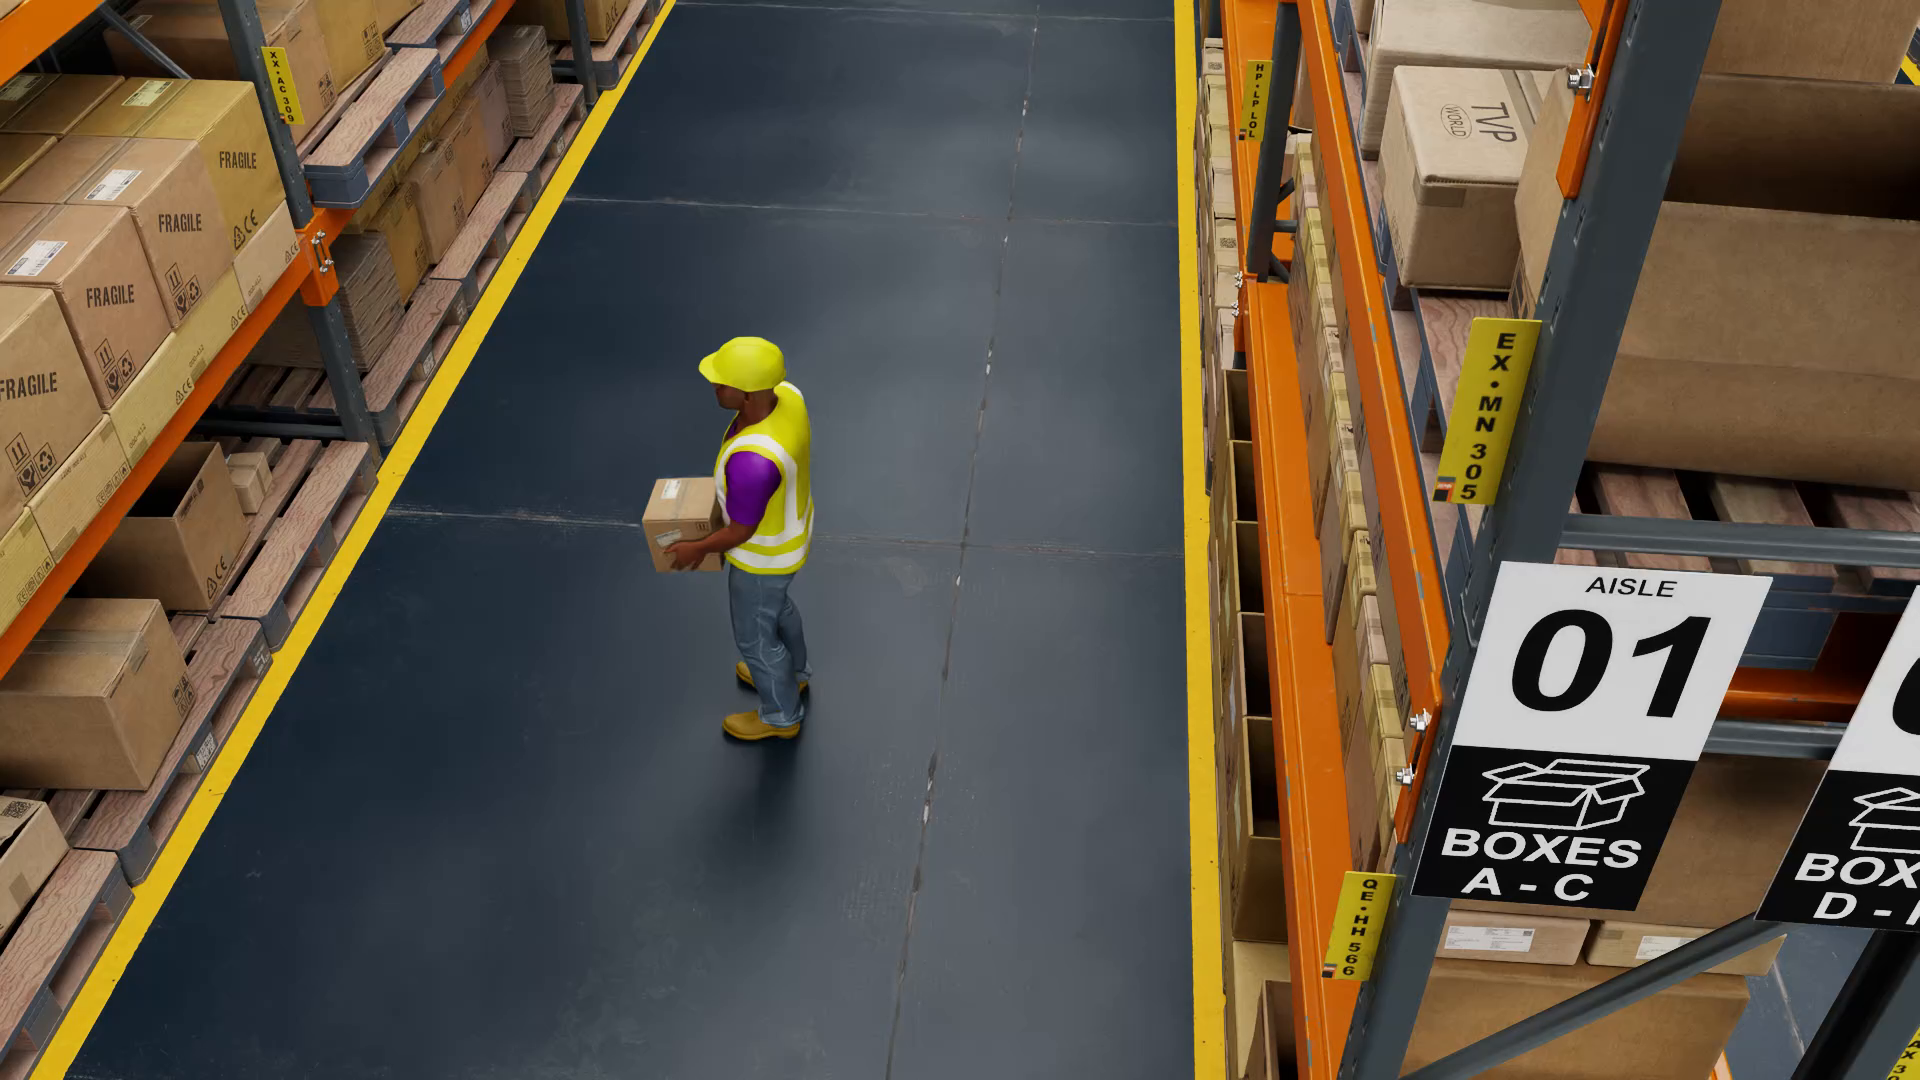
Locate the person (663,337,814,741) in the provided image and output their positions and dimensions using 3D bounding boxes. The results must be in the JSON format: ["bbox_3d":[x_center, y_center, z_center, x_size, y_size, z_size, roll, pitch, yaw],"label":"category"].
[{"bbox_3d":[-0.798,0.001,6.135,0.532,1.769,0.553,3,40,3],"label":"person"}]
